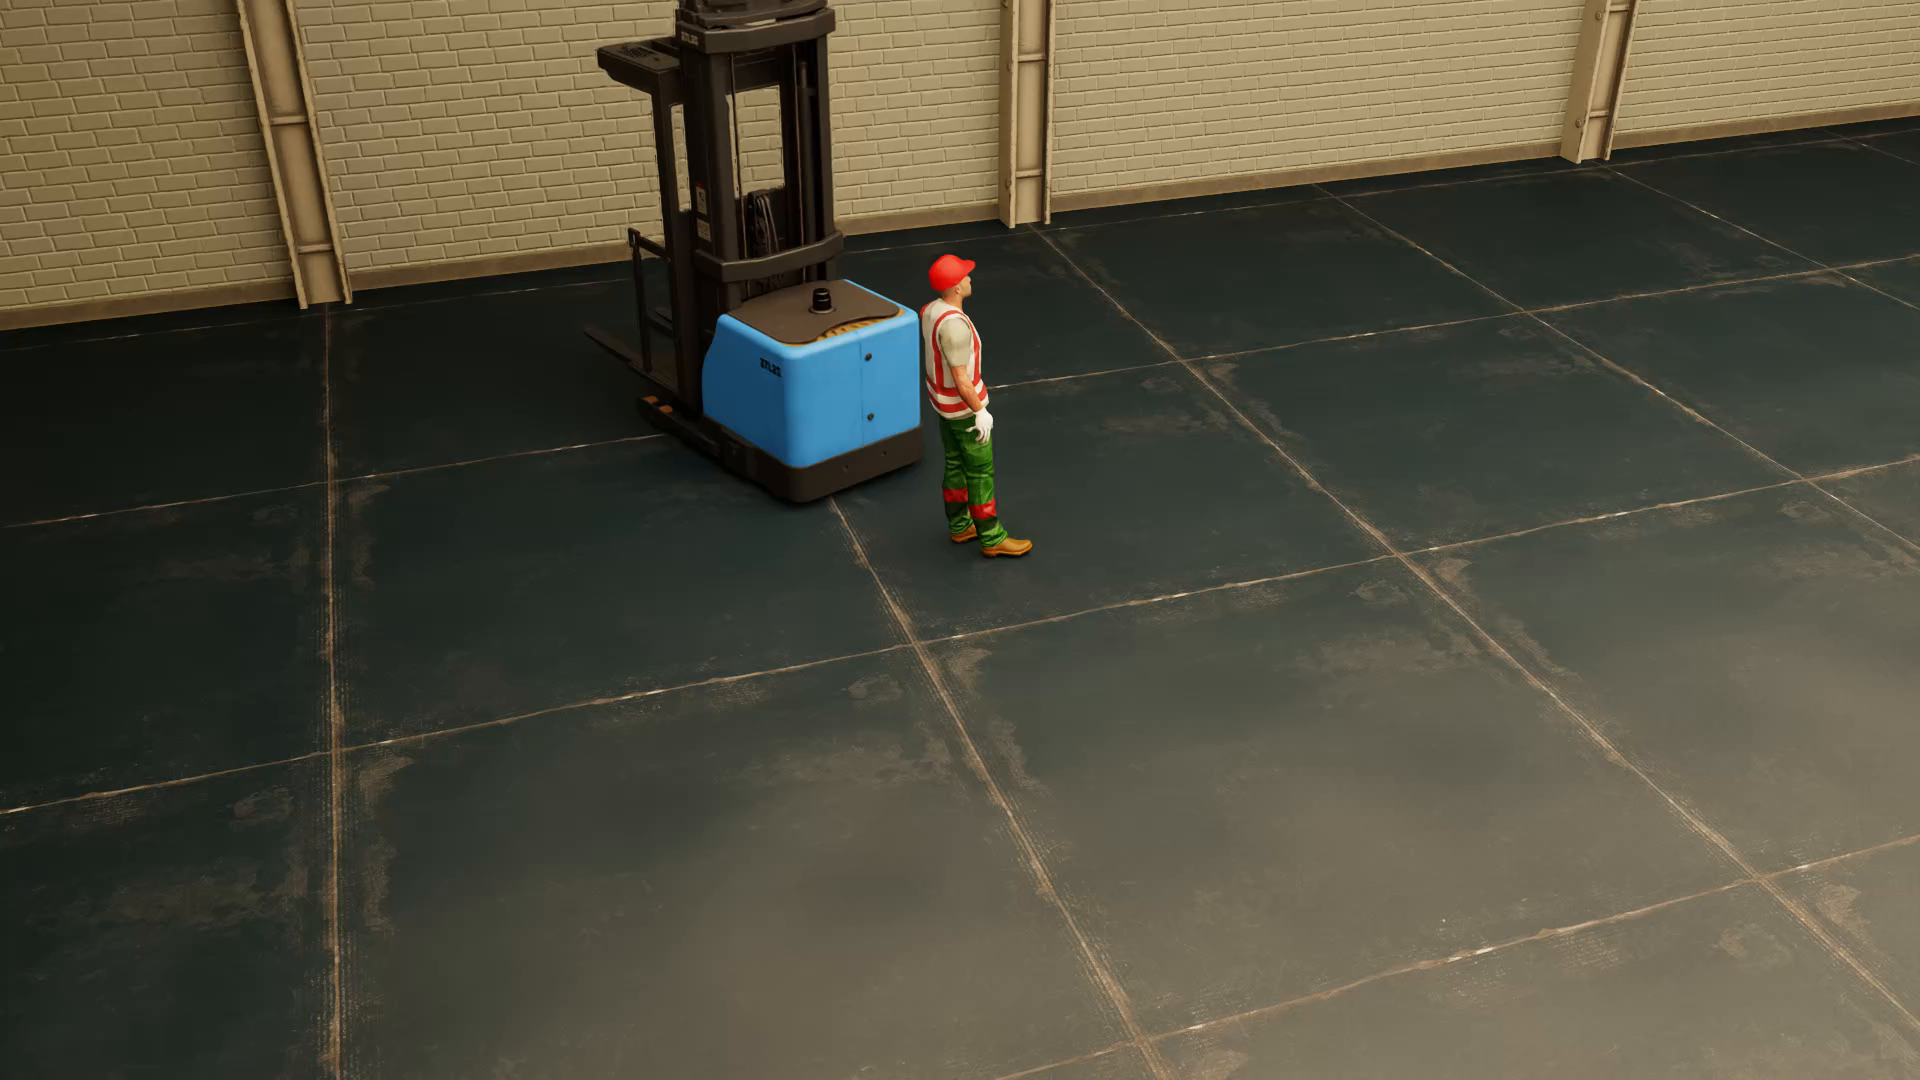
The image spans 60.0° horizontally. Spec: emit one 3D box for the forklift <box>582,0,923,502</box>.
[{"bbox_3d":[-1.569,-2.164,10.849,1.130,2.935,3.031,-23,37,-34],"label":"forklift"}]

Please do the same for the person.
[{"bbox_3d":[0.081,-0.789,9.590,0.561,1.790,0.638,-10,31,-16],"label":"person"}]
